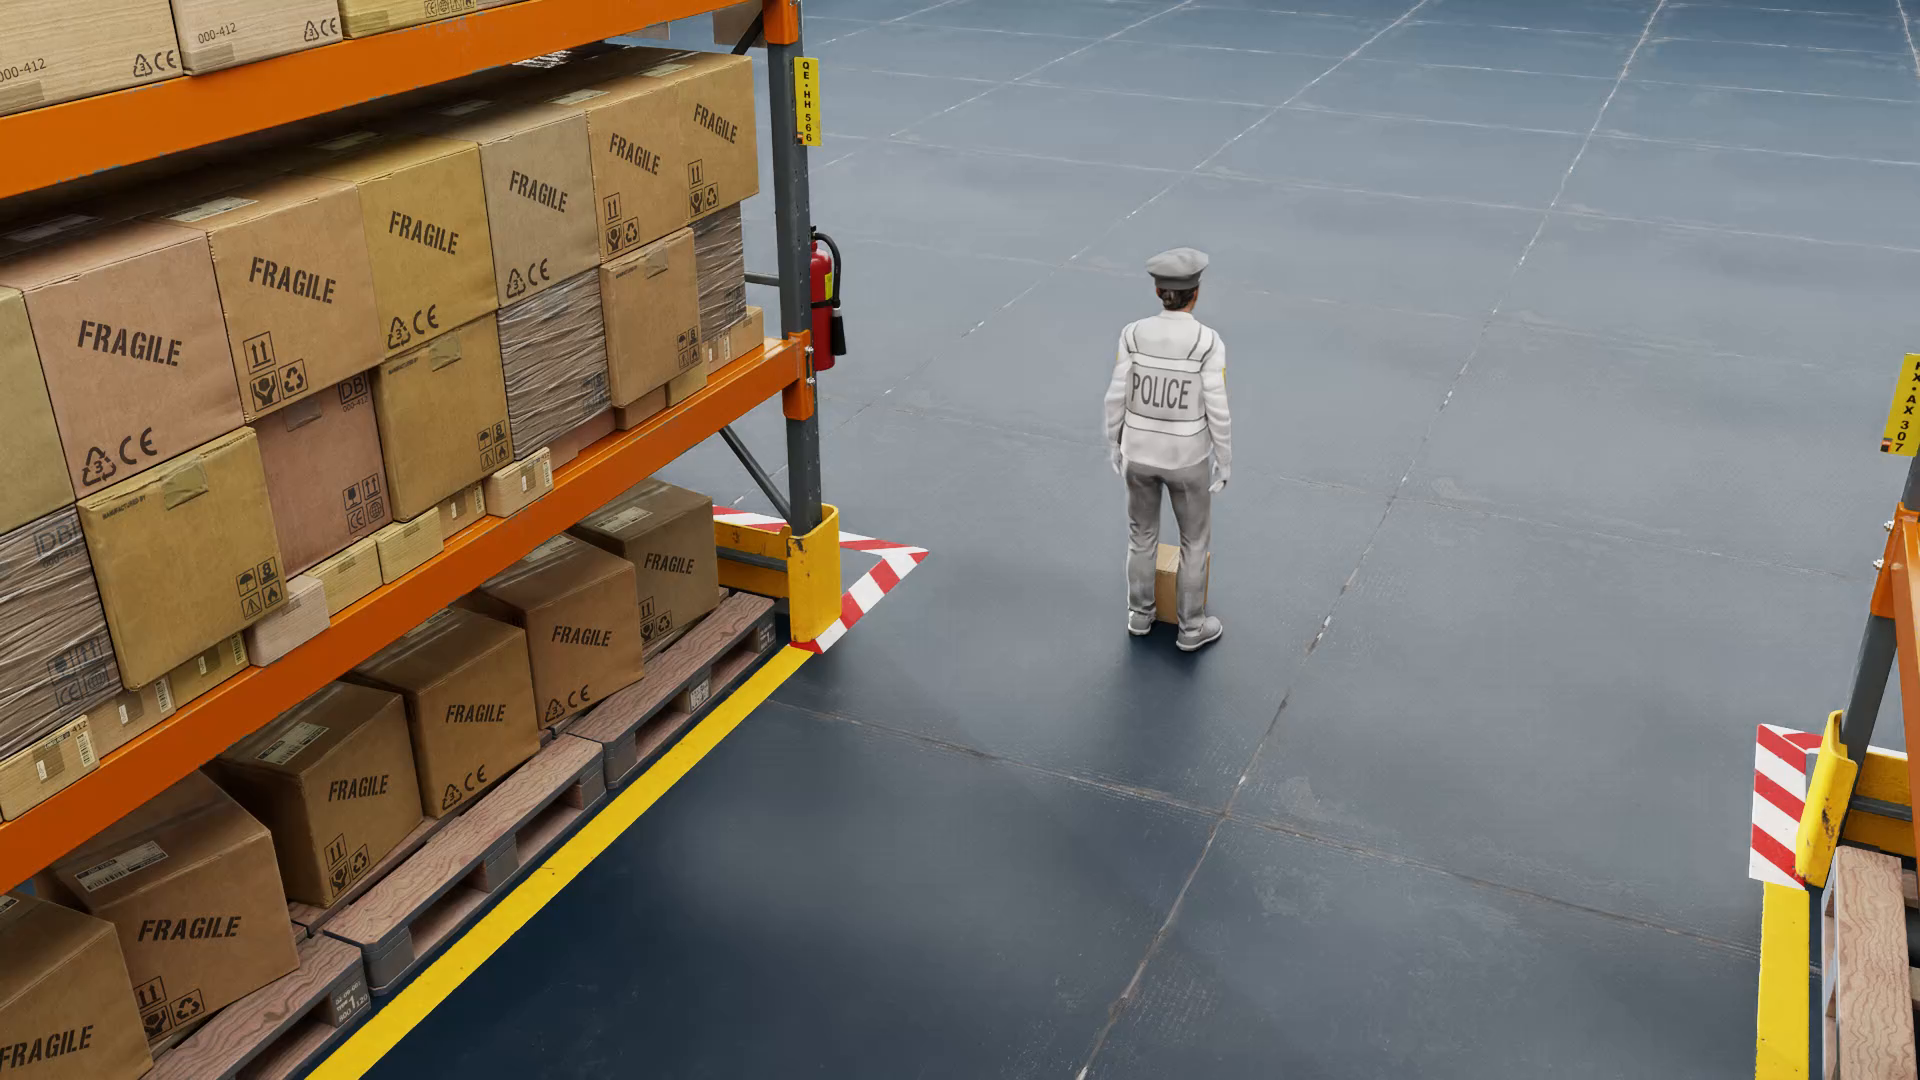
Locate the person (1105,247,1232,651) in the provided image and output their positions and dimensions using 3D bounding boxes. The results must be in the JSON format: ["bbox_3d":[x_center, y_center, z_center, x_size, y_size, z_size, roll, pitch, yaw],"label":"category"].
[{"bbox_3d":[0.855,-0.346,6.810,0.528,1.664,0.403,12,29,22],"label":"person"}]
